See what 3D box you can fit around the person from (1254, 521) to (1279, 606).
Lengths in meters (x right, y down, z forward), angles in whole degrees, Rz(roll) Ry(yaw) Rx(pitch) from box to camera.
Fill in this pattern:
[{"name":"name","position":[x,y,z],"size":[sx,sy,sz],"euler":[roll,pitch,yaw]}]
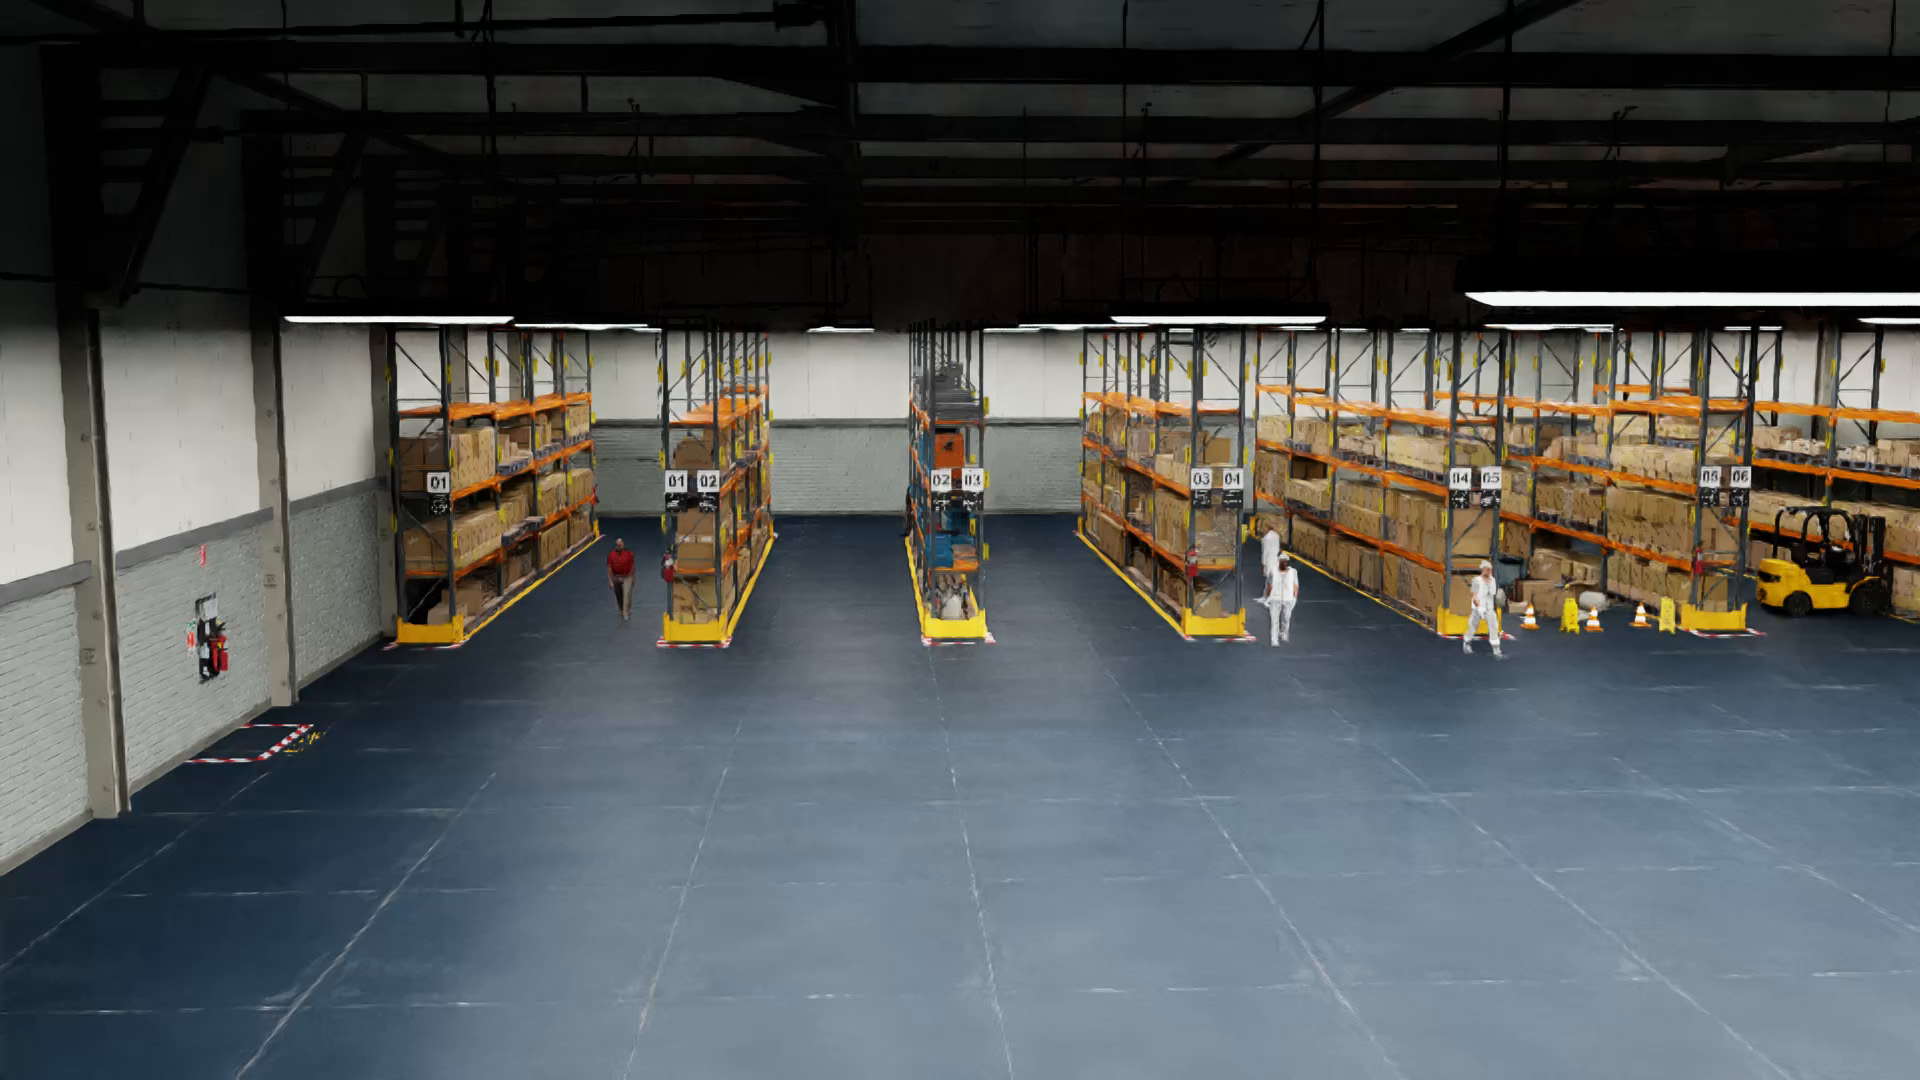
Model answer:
[{"name":"person","position":[6.519,0.486,35.193],"size":[0.636,1.765,0.677],"euler":[4,8,28]}]

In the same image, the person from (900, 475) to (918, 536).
[{"name":"person","position":[-1.278,-0.953,46.492],"size":[0.695,1.719,0.547],"euler":[6,9,41]}]

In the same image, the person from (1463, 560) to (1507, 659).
[{"name":"person","position":[9.293,1.218,29.487],"size":[0.528,1.728,1.032],"euler":[-1,7,-12]}]

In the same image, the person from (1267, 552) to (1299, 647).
[{"name":"person","position":[5.943,1.083,30.604],"size":[0.552,1.724,1.036],"euler":[1,7,6]}]

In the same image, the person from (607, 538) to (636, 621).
[{"name":"person","position":[-6.817,0.769,33.414],"size":[0.542,1.645,1.126],"euler":[0,7,-1]}]
